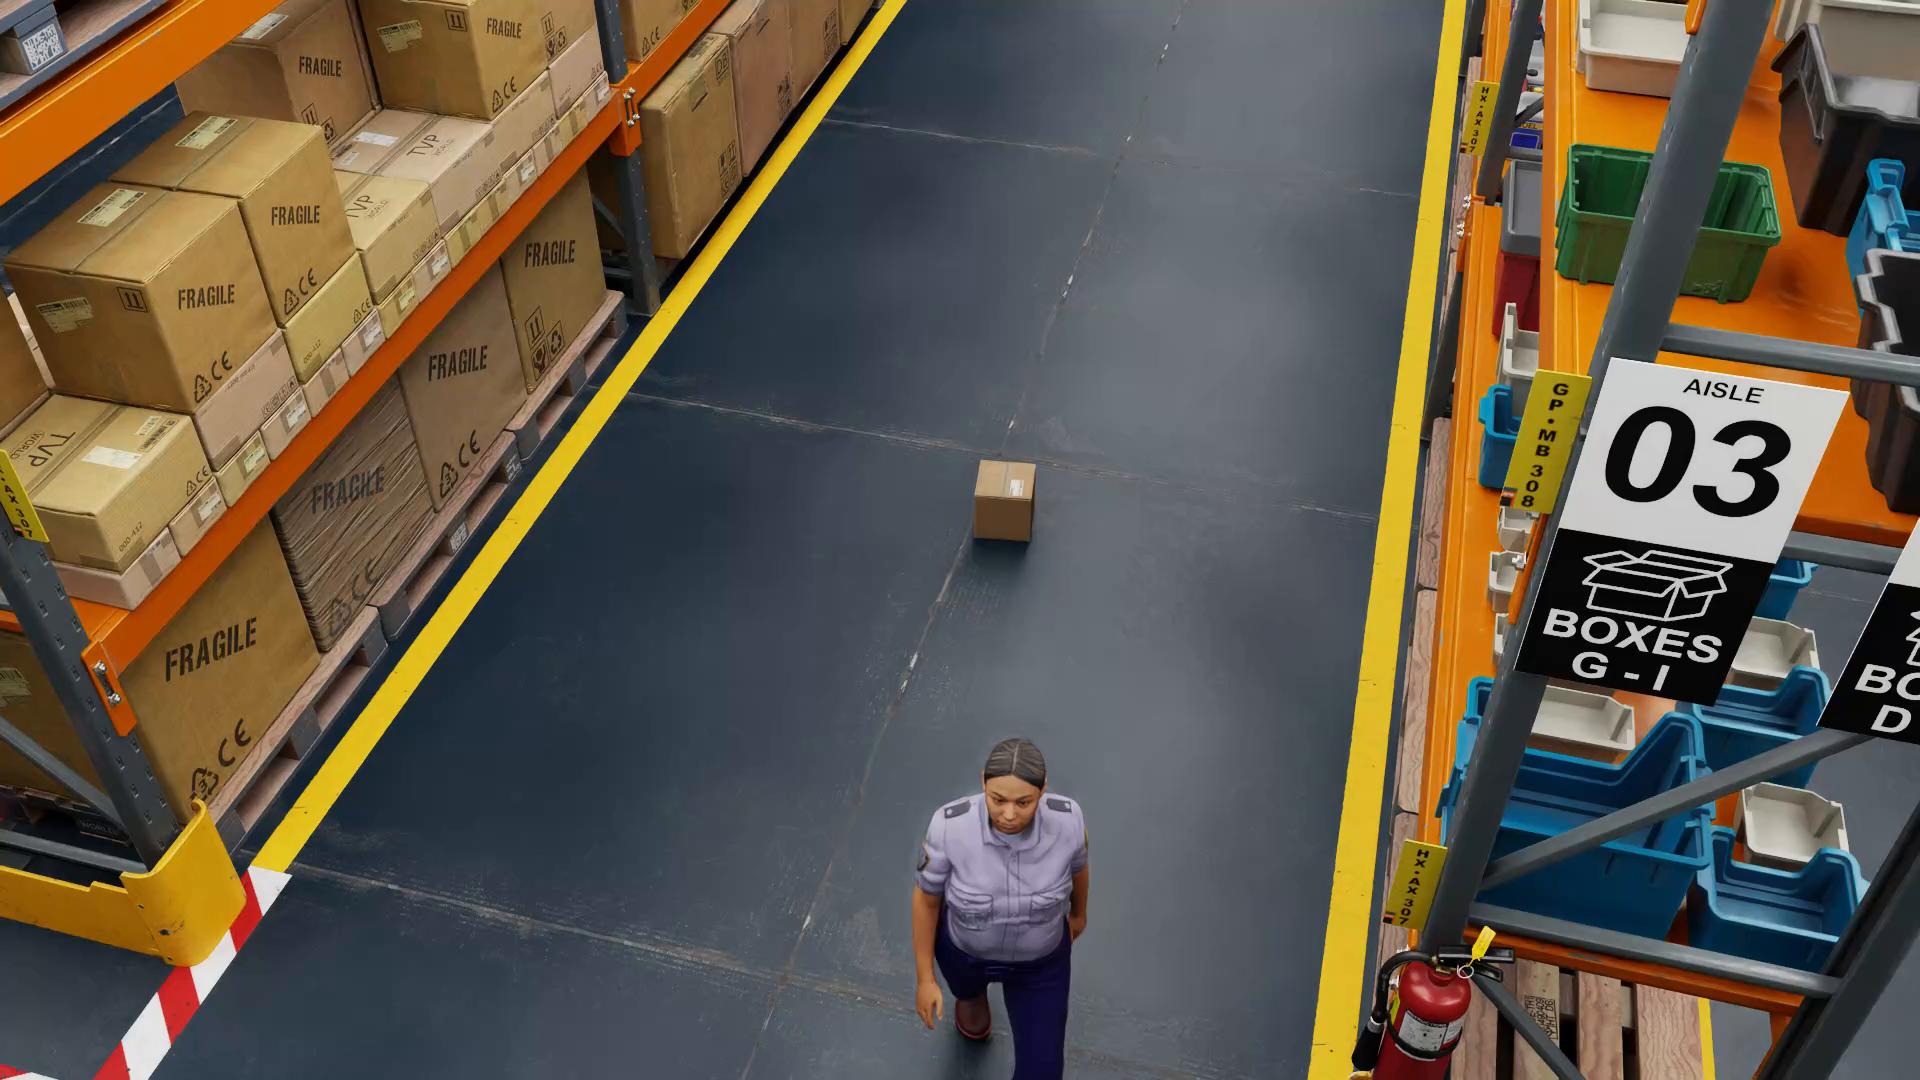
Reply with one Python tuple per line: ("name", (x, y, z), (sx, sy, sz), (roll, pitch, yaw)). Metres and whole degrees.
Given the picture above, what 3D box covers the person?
("person", (0.118, 1.206, 4.787), (0.511, 1.583, 1.008), (1, 41, 2))
